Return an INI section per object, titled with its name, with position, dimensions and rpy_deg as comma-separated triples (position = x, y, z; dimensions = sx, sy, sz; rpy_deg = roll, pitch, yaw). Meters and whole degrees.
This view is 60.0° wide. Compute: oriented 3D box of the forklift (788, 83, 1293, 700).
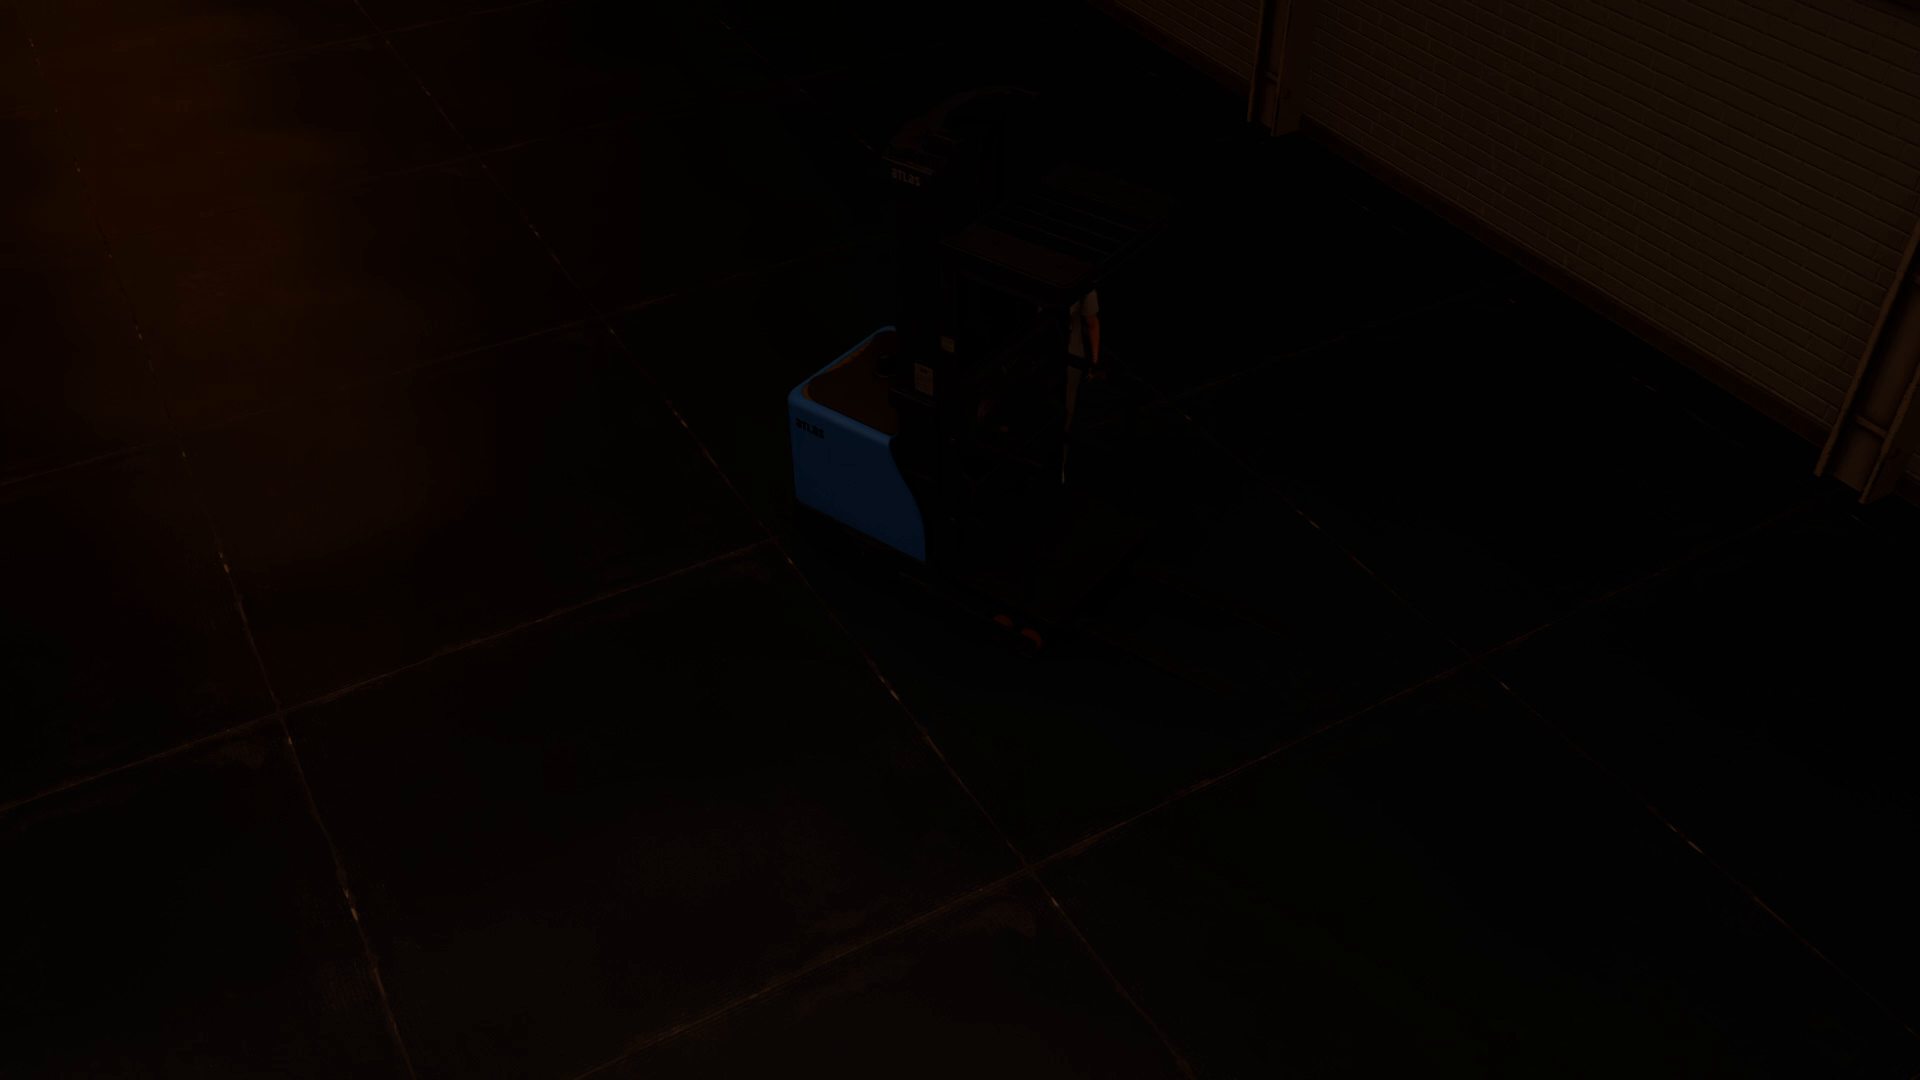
[forklift]
position = 0.465, -0.845, 9.055
dimensions = 3.031, 2.935, 1.130
rpy_deg = 25, 46, 27

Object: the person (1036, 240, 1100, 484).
[person]
position = 0.585, -1.070, 10.349
dimensions = 0.545, 1.624, 0.522
rpy_deg = 4, 40, 4
